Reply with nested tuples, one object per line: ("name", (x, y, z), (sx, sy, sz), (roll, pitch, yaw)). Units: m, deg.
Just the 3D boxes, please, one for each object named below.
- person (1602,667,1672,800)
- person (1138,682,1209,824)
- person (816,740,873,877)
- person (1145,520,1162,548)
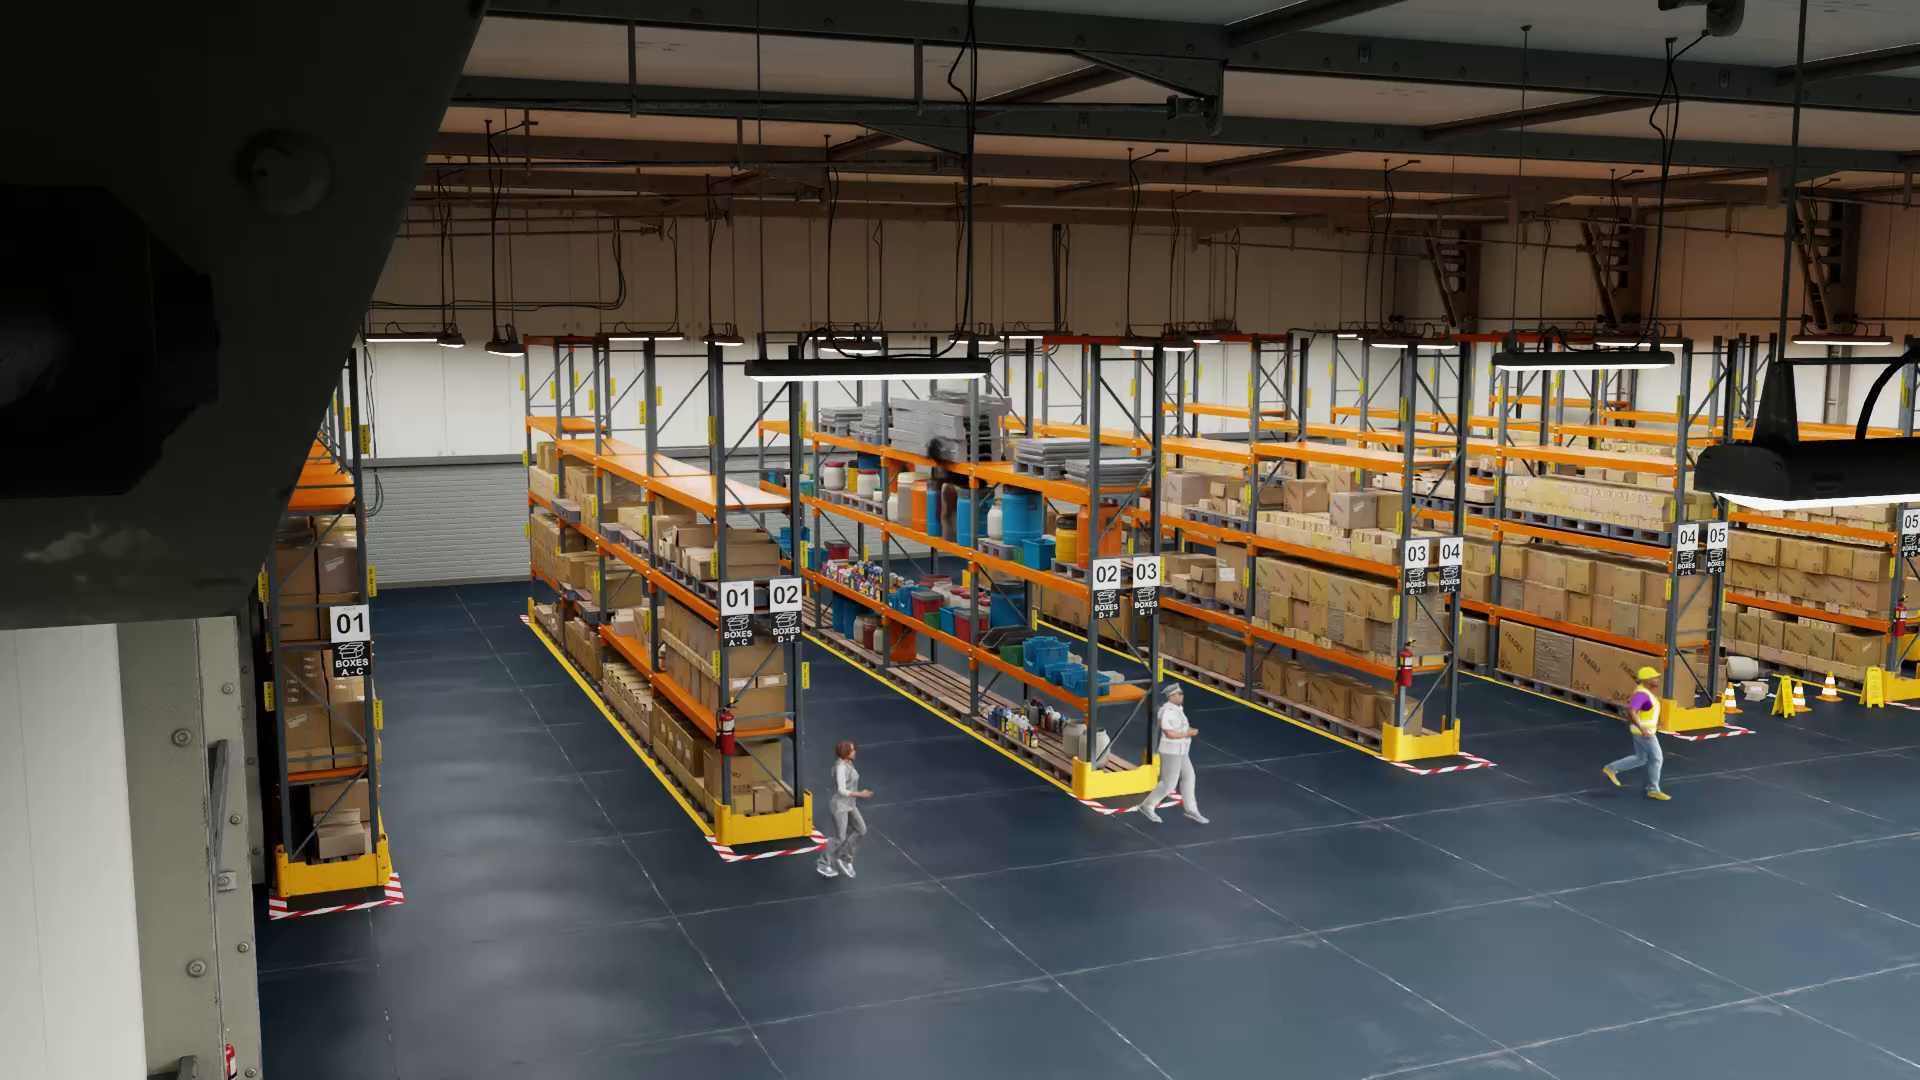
("person", (9.025, 2.547, 22.081), (0.872, 1.765, 0.711), (3, 8, 18))
("person", (2.690, 2.676, 20.833), (0.864, 1.819, 0.665), (2, 8, 15))
("person", (-1.297, 3.057, 18.859), (0.668, 1.621, 0.560), (1, 8, 11))
("person", (4.367, 0.379, 38.120), (0.666, 1.791, 0.888), (-2, 8, -14))
